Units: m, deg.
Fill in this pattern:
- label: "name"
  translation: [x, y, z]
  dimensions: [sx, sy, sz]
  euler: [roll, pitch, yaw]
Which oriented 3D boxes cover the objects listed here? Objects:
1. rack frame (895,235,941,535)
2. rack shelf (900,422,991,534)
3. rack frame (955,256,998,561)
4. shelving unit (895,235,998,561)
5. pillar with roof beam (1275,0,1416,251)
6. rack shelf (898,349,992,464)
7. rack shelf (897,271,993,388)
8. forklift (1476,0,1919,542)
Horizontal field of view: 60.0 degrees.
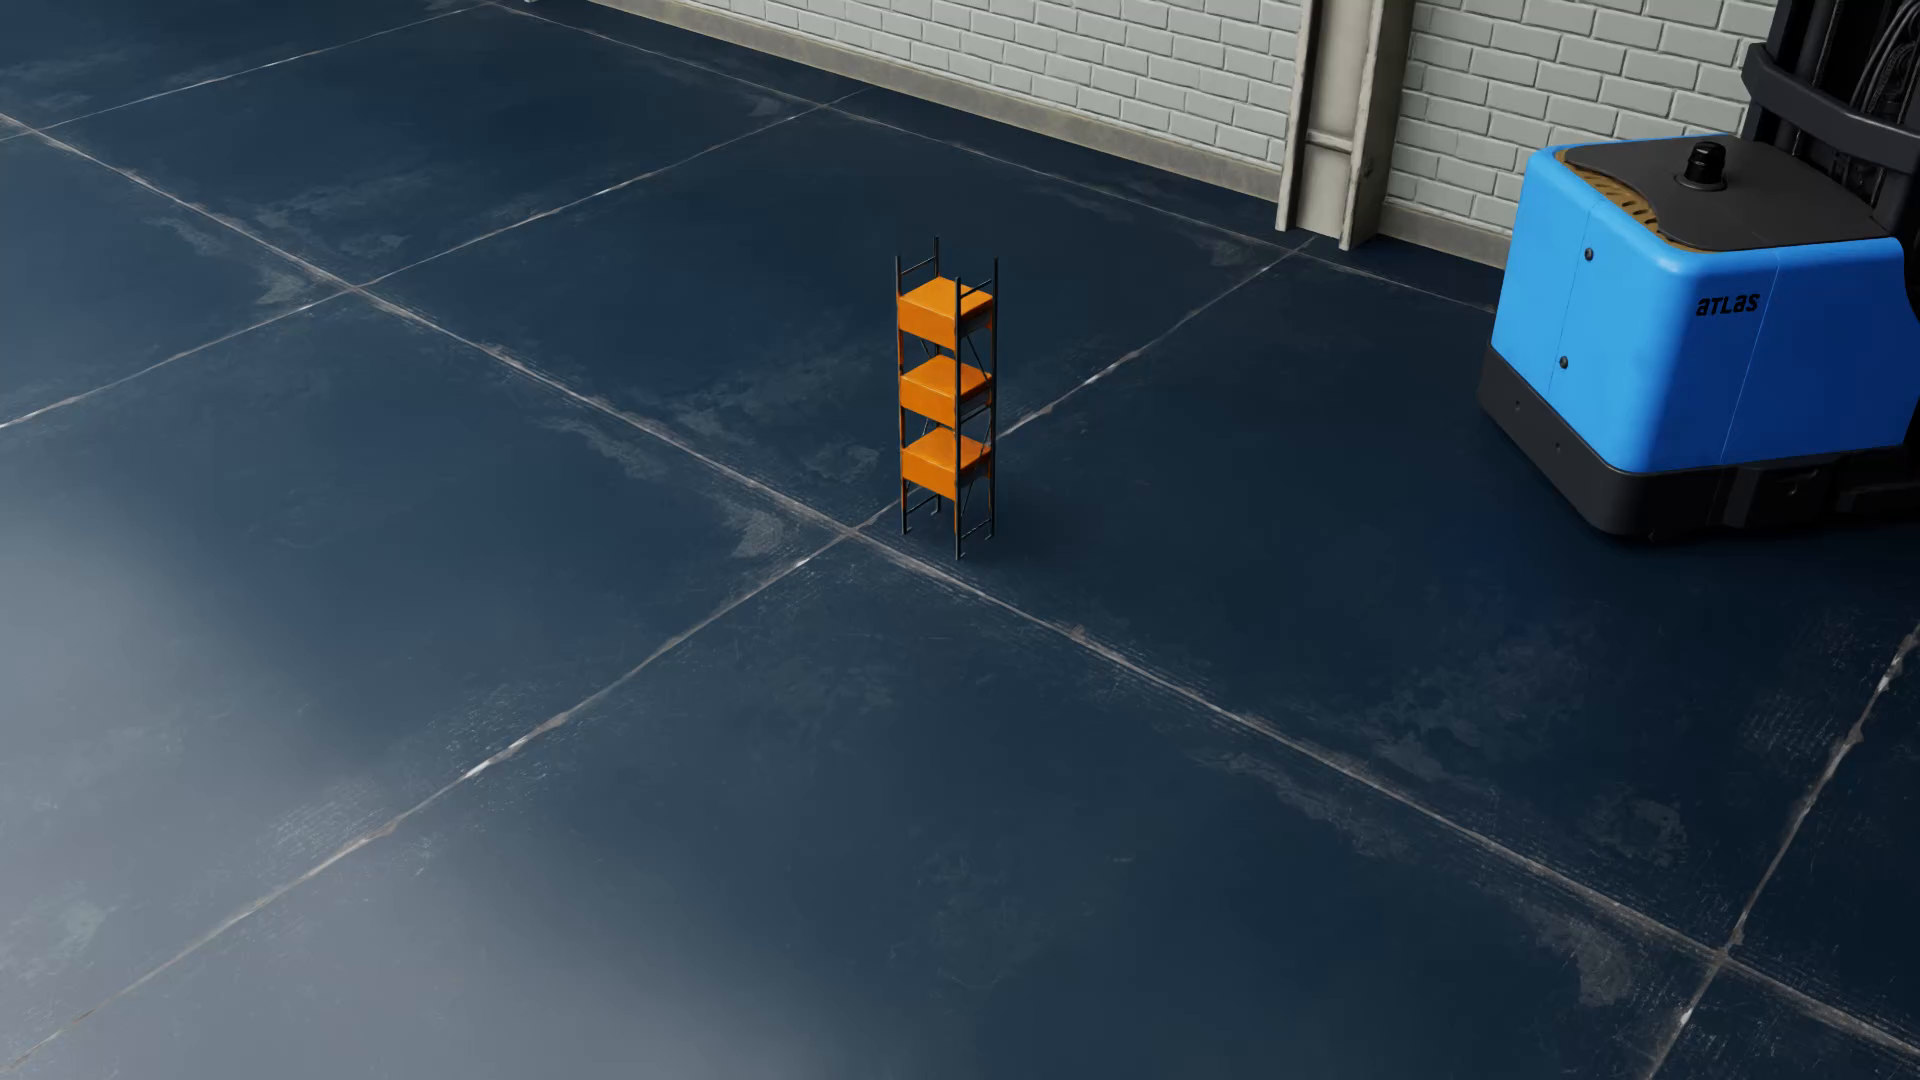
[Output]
- label: "rack frame"
  translation: [-0.135, -0.496, 5.545]
  dimensions: [0.008, 1.050, 0.200]
  euler: [25, 42, 32]
- label: "rack shelf"
  translation: [-0.041, -0.214, 5.644]
  dimensions: [0.240, 0.259, 0.215]
  euler: [25, 42, 32]
- label: "rack frame"
  translation: [0.053, -0.408, 5.417]
  dimensions: [0.008, 1.050, 0.200]
  euler: [25, 42, 32]
- label: "shelving unit"
  translation: [-0.041, -0.452, 5.481]
  dimensions: [0.252, 1.050, 0.215]
  euler: [25, 42, 32]
- label: "pillar with roof beam"
  translation: [-1.009, -3.312, 2.623]
  dimensions: [0.400, 9.000, 9.100]
  euler: [25, 42, 32]
- label: "rack shelf"
  translation: [-0.041, -0.443, 5.487]
  dimensions: [0.240, 0.259, 0.215]
  euler: [25, 42, 32]
- label: "rack shelf"
  translation: [-0.041, -0.677, 5.326]
  dimensions: [0.240, 0.259, 0.215]
  euler: [25, 42, 32]
- label: "forklift"
  translation: [3.560, -1.612, 5.508]
  dimensions: [3.031, 2.935, 1.130]
  euler: [-6, 35, -9]
